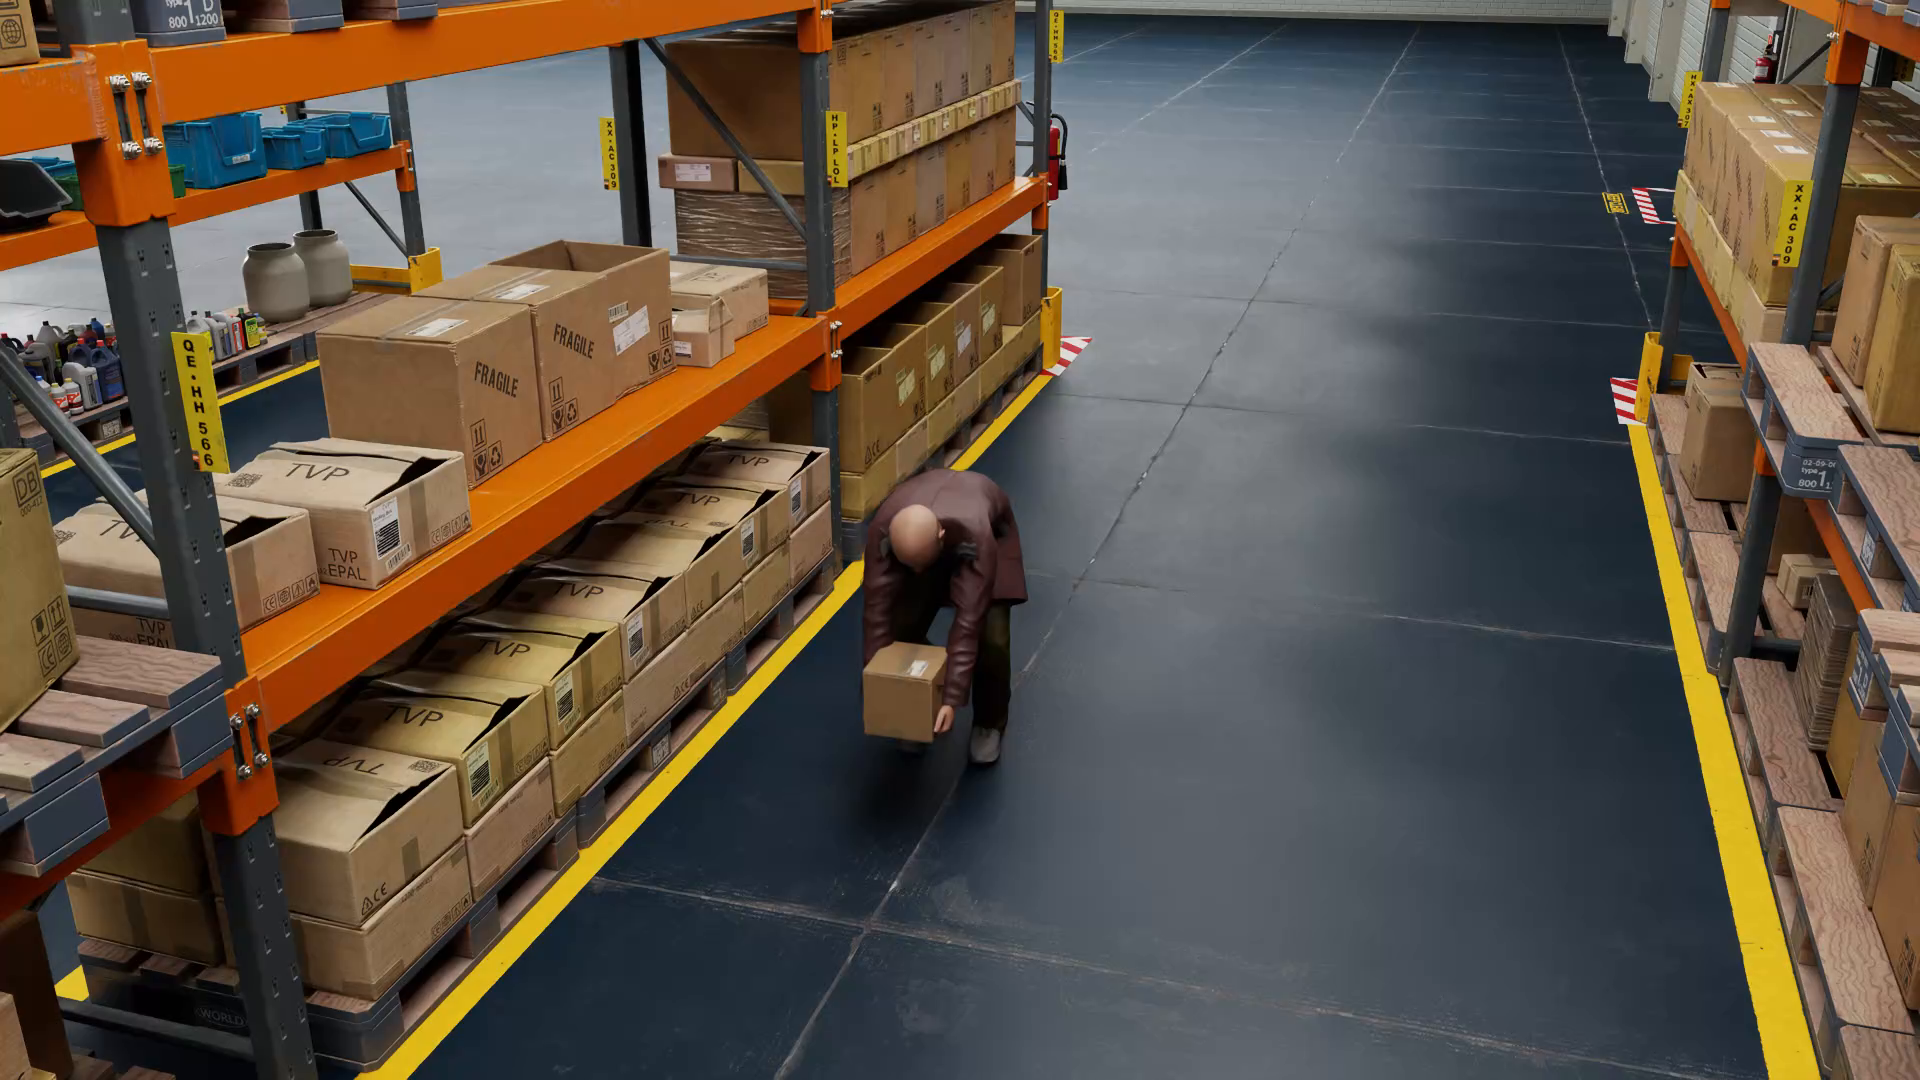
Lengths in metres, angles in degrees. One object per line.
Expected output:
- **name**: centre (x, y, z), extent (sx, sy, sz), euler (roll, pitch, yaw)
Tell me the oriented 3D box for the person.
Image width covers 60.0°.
- **person**: centre (-0.073, 0.319, 6.132), extent (0.579, 1.166, 0.946), euler (6, 22, 14)
